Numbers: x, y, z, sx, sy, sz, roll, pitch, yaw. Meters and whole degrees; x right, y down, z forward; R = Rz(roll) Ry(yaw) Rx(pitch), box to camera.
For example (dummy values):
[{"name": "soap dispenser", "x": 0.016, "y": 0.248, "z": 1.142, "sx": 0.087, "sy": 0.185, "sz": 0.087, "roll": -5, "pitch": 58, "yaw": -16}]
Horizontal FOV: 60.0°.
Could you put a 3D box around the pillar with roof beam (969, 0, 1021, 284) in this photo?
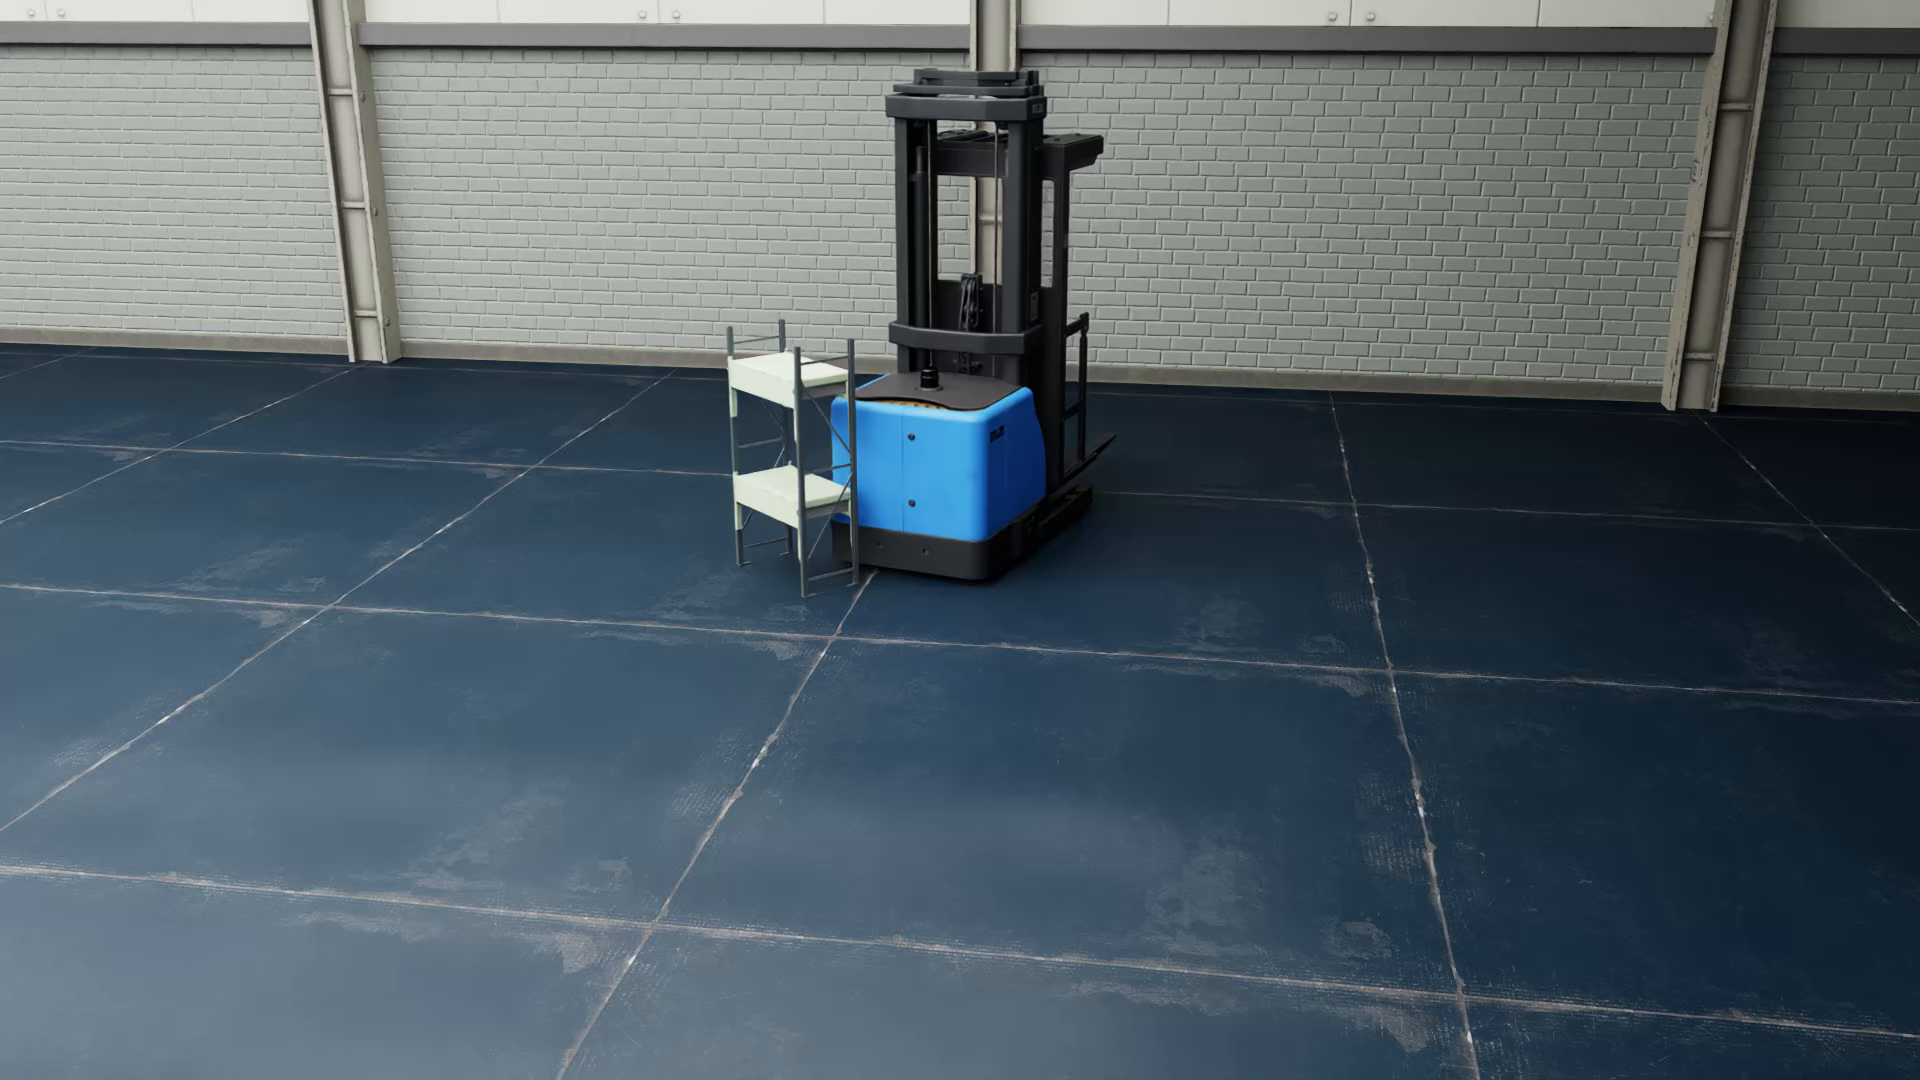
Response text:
[{"name": "pillar with roof beam", "x": -0.381, "y": -4.360, "z": 9.653, "sx": 0.400, "sy": 9.000, "sz": 9.100, "roll": 3, "pitch": 19, "yaw": 9}]

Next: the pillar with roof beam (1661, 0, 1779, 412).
[{"name": "pillar with roof beam", "x": 5.543, "y": -4.058, "z": 8.751, "sx": 0.400, "sy": 9.000, "sz": 9.100, "roll": 3, "pitch": 19, "yaw": 9}]

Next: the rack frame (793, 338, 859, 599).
[{"name": "rack frame", "x": -0.769, "y": -0.407, "z": 9.657, "sx": 0.400, "sy": 1.500, "sz": 0.023, "roll": -14, "pitch": 23, "yaw": -36}]

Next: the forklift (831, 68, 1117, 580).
[{"name": "forklift", "x": 0.263, "y": -1.581, "z": 10.910, "sx": 1.130, "sy": 2.935, "sz": 3.031, "roll": 8, "pitch": 20, "yaw": 22}]

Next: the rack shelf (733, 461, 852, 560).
[{"name": "rack shelf", "x": -0.996, "y": -0.189, "z": 10.033, "sx": 0.431, "sy": 0.370, "sz": 0.720, "roll": -14, "pitch": 23, "yaw": -36}]

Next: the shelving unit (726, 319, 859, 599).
[{"name": "shelving unit", "x": -0.996, "y": -0.499, "z": 9.929, "sx": 0.431, "sy": 1.500, "sz": 0.755, "roll": -14, "pitch": 23, "yaw": -36}]

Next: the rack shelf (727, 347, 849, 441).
[{"name": "rack shelf", "x": -0.996, "y": -0.869, "z": 9.805, "sx": 0.431, "sy": 0.370, "sz": 0.720, "roll": -14, "pitch": 23, "yaw": -36}]

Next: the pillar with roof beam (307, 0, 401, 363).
[{"name": "pillar with roof beam", "x": -6.305, "y": -4.662, "z": 10.556, "sx": 0.400, "sy": 9.000, "sz": 9.100, "roll": 3, "pitch": 19, "yaw": 9}]

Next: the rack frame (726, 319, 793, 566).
[{"name": "rack frame", "x": -1.223, "y": -0.590, "z": 10.201, "sx": 0.400, "sy": 1.500, "sz": 0.023, "roll": -14, "pitch": 23, "yaw": -36}]
